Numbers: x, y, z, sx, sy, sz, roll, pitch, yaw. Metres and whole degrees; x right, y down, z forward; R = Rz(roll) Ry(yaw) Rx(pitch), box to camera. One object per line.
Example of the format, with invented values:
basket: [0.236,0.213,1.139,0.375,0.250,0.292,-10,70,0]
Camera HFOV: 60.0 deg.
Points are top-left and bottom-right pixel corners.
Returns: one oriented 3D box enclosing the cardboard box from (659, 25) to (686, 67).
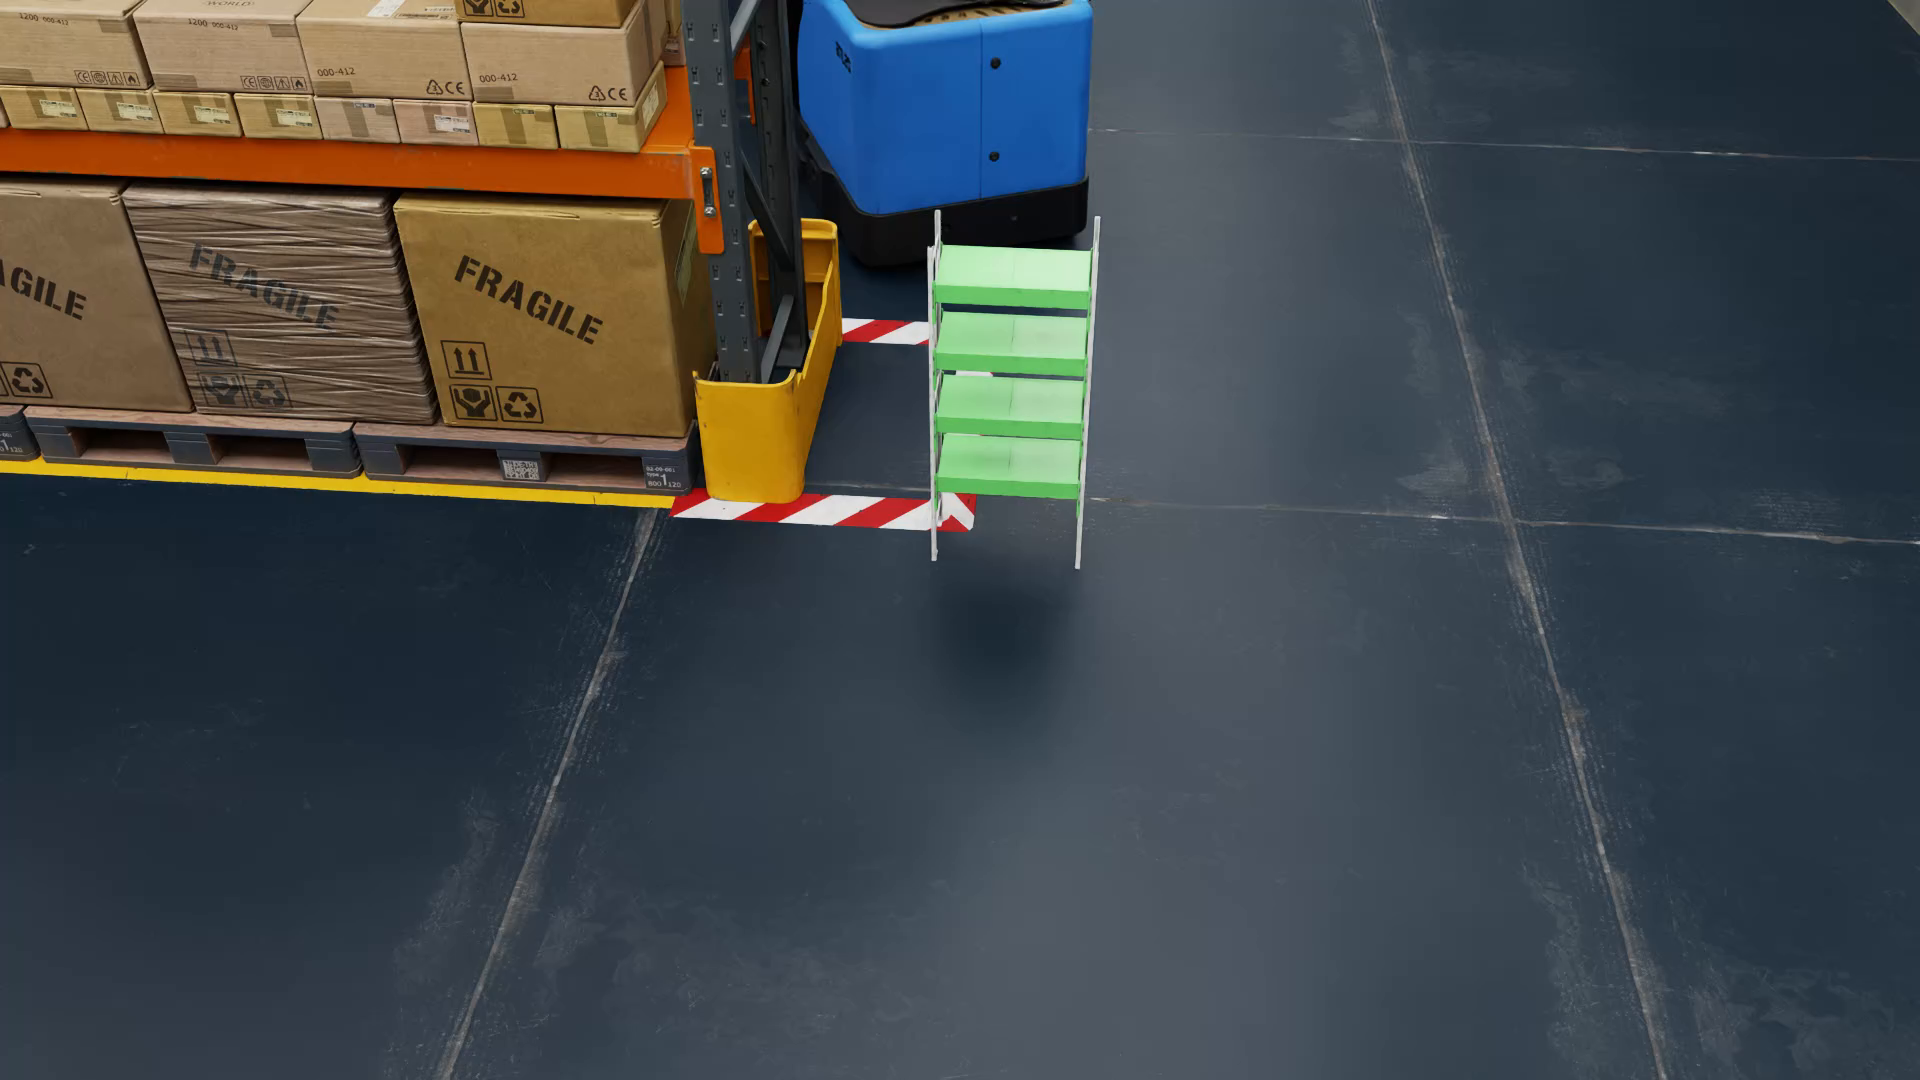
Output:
cardboard box: [-1.042,-1.796,5.779,0.250,0.149,0.380,4,39,4]

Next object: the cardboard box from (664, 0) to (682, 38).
cardboard box: [-1.172,-1.920,5.616,0.500,0.250,0.500,2,39,3]

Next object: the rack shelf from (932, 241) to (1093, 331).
rack shelf: [0.165,-0.779,5.097,0.480,0.148,0.258,3,39,4]

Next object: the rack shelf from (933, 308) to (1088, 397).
rack shelf: [0.165,-0.593,5.249,0.480,0.148,0.258,3,39,4]

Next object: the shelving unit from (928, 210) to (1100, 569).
shelving unit: [0.165,-0.456,5.360,0.503,1.200,0.258,3,39,4]

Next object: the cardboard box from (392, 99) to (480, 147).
cardboard box: [-1.610,-1.409,5.304,0.250,0.149,0.380,3,39,4]

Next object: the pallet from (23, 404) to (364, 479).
pallet: [-2.732,-0.648,6.378,1.213,0.211,1.003,3,39,4]

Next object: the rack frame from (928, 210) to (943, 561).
rack frame: [-0.078,-0.470,5.376,0.015,1.200,0.240,3,39,4]

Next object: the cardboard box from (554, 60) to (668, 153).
cardboard box: [-1.100,-1.382,5.270,0.250,0.149,0.380,4,39,5]

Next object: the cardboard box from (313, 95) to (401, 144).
cardboard box: [-1.859,-1.423,5.321,0.250,0.149,0.380,4,39,5]

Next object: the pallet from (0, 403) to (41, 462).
pallet: [-3.951,-0.712,6.458,1.213,0.211,1.003,3,39,4]

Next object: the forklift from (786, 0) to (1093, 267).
forklift: [-0.399,-3.234,7.402,1.130,2.935,3.031,-12,41,-15]

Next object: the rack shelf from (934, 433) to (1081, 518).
rack shelf: [0.165,-0.221,5.552,0.480,0.148,0.258,3,39,4]

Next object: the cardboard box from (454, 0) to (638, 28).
cardboard box: [-1.225,-1.876,4.968,0.500,0.500,0.500,4,39,4]

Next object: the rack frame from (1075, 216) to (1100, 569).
rack frame: [0.408,-0.443,5.344,0.015,1.200,0.240,3,39,4]

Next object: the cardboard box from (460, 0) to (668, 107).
cardboard box: [-1.222,-1.583,5.202,0.500,0.250,0.500,3,39,3]

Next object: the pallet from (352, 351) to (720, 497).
pallet: [-1.520,-0.579,6.295,1.213,0.211,1.003,3,39,4]

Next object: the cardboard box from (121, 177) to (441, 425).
cardboard box: [-2.268,-1.040,6.001,0.875,0.875,0.875,3,39,4]

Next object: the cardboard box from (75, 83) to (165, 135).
cardboard box: [-2.623,-1.465,5.373,0.250,0.149,0.380,4,39,5]

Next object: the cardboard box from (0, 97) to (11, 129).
cardboard box: [-3.144,-1.492,5.405,0.250,0.149,0.380,4,39,4]

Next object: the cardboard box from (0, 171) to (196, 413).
cardboard box: [-3.154,-1.088,6.061,0.875,0.875,0.875,3,39,4]

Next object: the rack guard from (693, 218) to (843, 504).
rack guard: [-0.693,-0.696,6.209,0.348,0.500,1.175,3,39,4]

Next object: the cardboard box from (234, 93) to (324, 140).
cardboard box: [-2.118,-1.436,5.337,0.250,0.149,0.380,2,39,3]

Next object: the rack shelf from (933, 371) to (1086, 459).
rack shelf: [0.165,-0.407,5.400,0.480,0.148,0.258,3,39,4]

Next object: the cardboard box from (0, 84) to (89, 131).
cardboard box: [-2.883,-1.478,5.389,0.250,0.149,0.380,2,39,3]

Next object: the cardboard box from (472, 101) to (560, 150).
cardboard box: [-1.359,-1.395,5.286,0.250,0.149,0.380,4,39,4]

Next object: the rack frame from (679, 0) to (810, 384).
rack frame: [-0.717,-1.667,5.421,0.127,3.000,1.000,3,39,4]

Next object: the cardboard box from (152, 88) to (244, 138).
cardboard box: [-2.376,-1.450,5.354,0.250,0.149,0.380,3,39,4]

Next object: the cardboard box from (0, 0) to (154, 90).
cardboard box: [-2.754,-1.665,5.302,0.500,0.250,0.500,3,39,4]

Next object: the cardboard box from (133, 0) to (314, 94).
cardboard box: [-2.235,-1.639,5.271,0.500,0.250,0.500,2,39,2]

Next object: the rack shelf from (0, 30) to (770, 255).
rack shelf: [-2.709,-1.497,5.782,4.000,0.370,1.077,3,39,4]

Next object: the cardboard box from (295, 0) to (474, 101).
cardboard box: [-1.728,-1.611,5.237,0.500,0.250,0.500,2,39,3]

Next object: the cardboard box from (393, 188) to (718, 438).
cardboard box: [-1.361,-0.990,5.941,0.875,0.875,0.875,3,39,4]
